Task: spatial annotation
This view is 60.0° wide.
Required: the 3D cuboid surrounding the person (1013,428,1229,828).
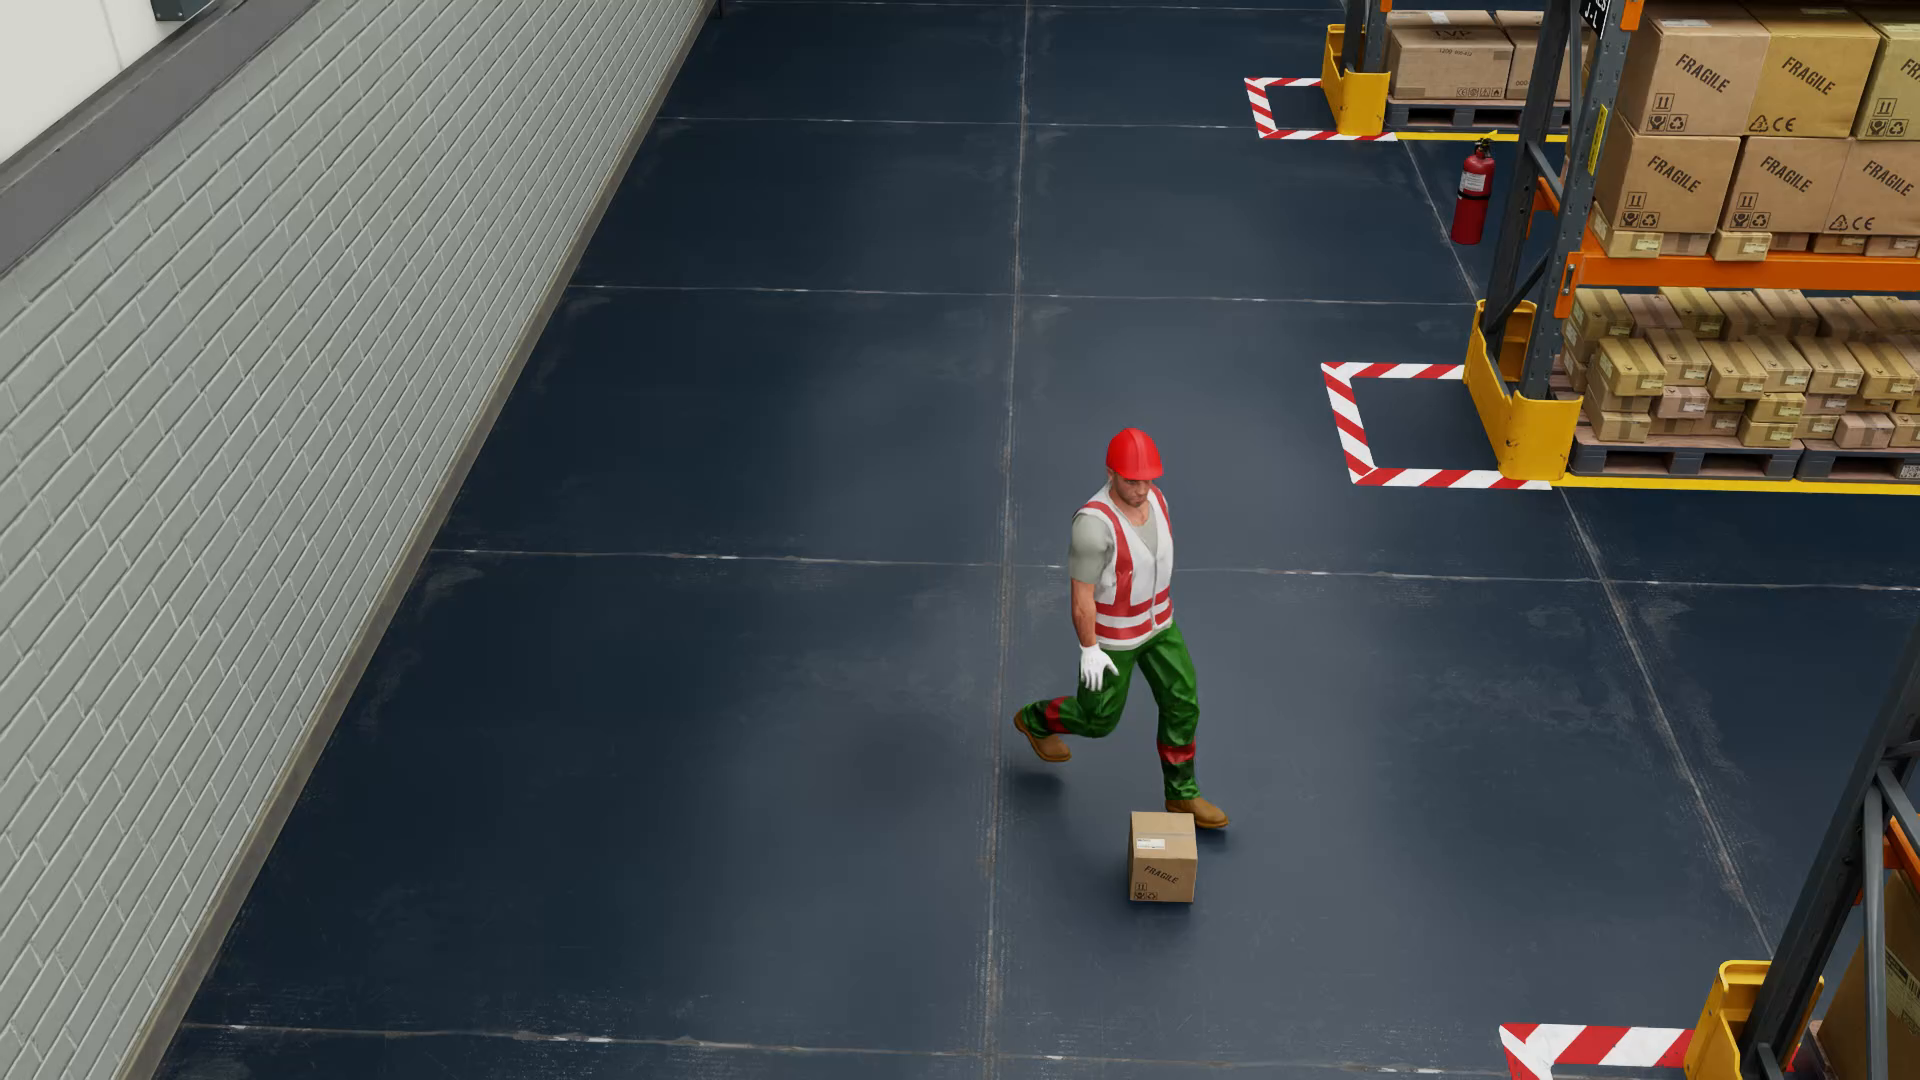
[{"bbox_3d":[0.693,0.357,6.625,0.573,1.738,0.975,-28,44,-34],"label":"person"}]
